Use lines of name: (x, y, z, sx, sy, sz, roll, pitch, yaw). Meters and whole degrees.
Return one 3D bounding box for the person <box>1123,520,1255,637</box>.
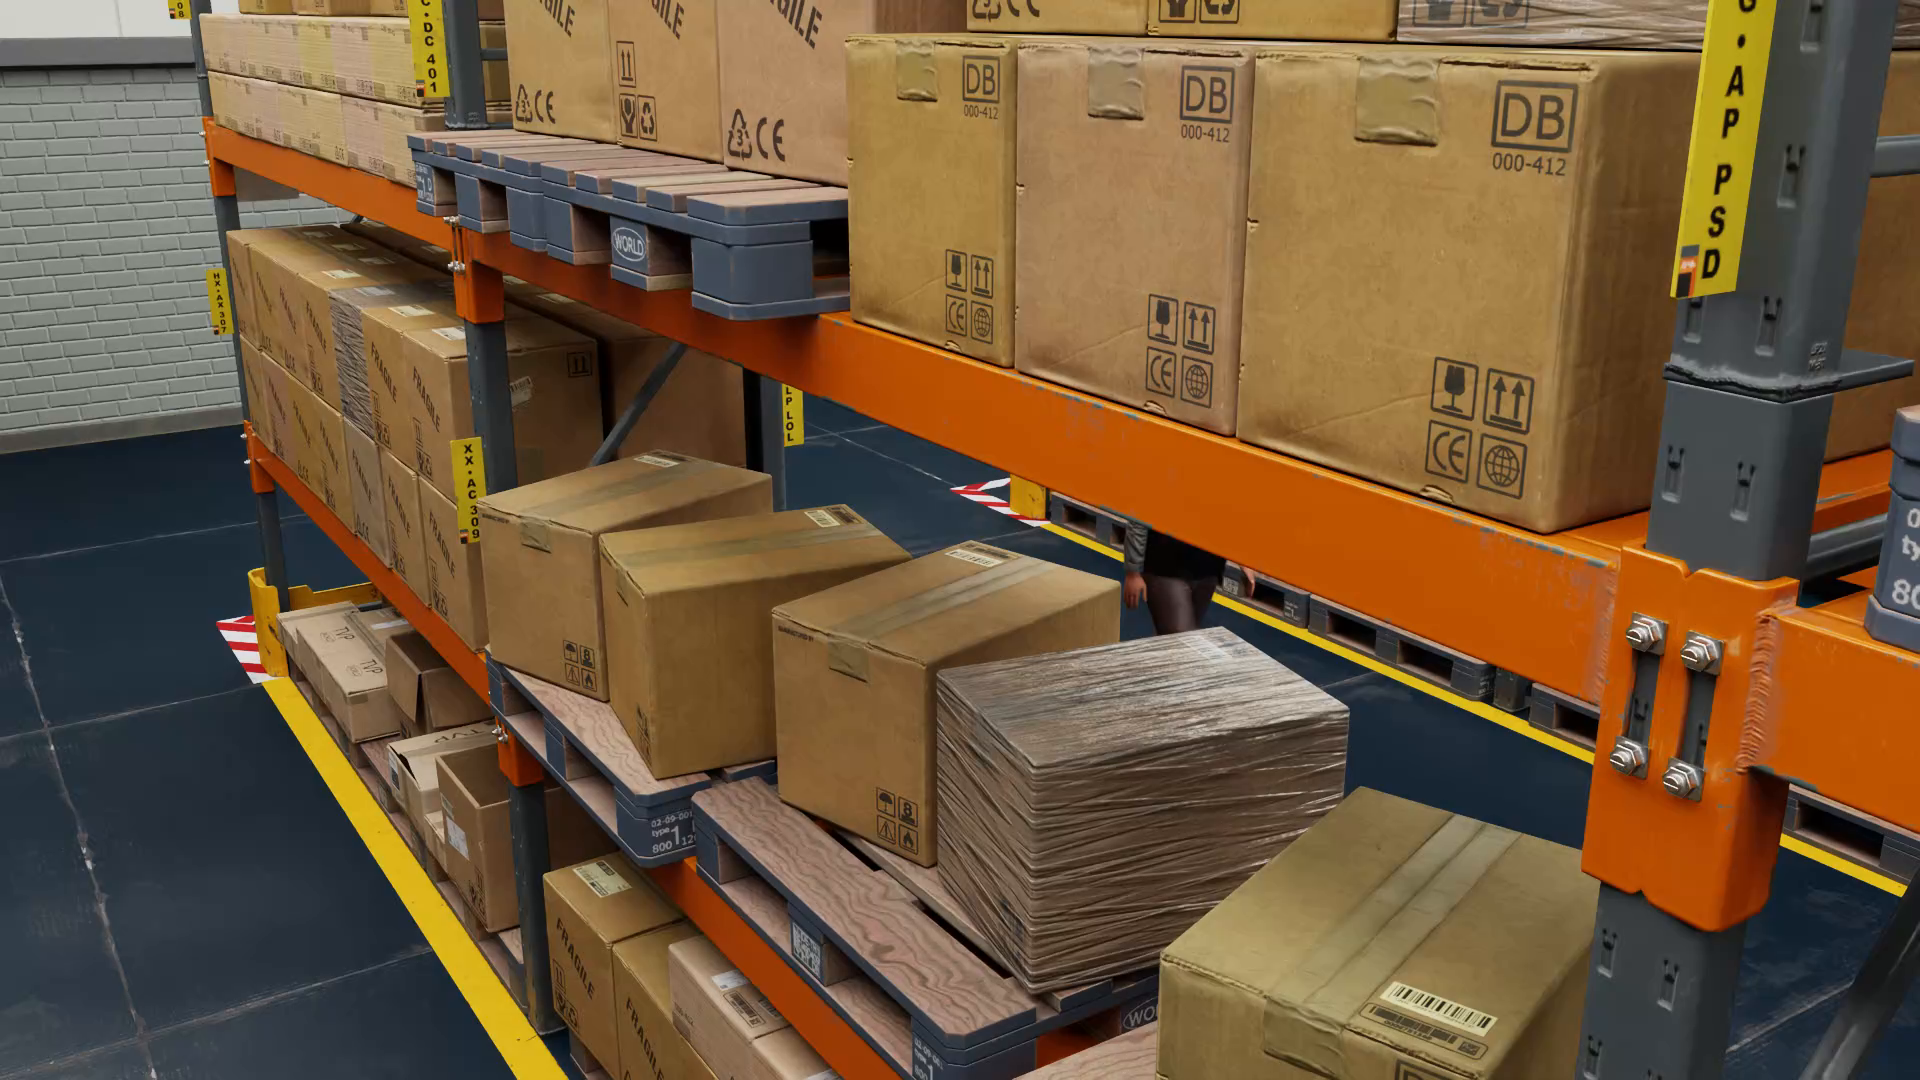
person: (1.069, 0.145, 7.675, 0.640, 1.691, 0.927, -14, 23, -37)
